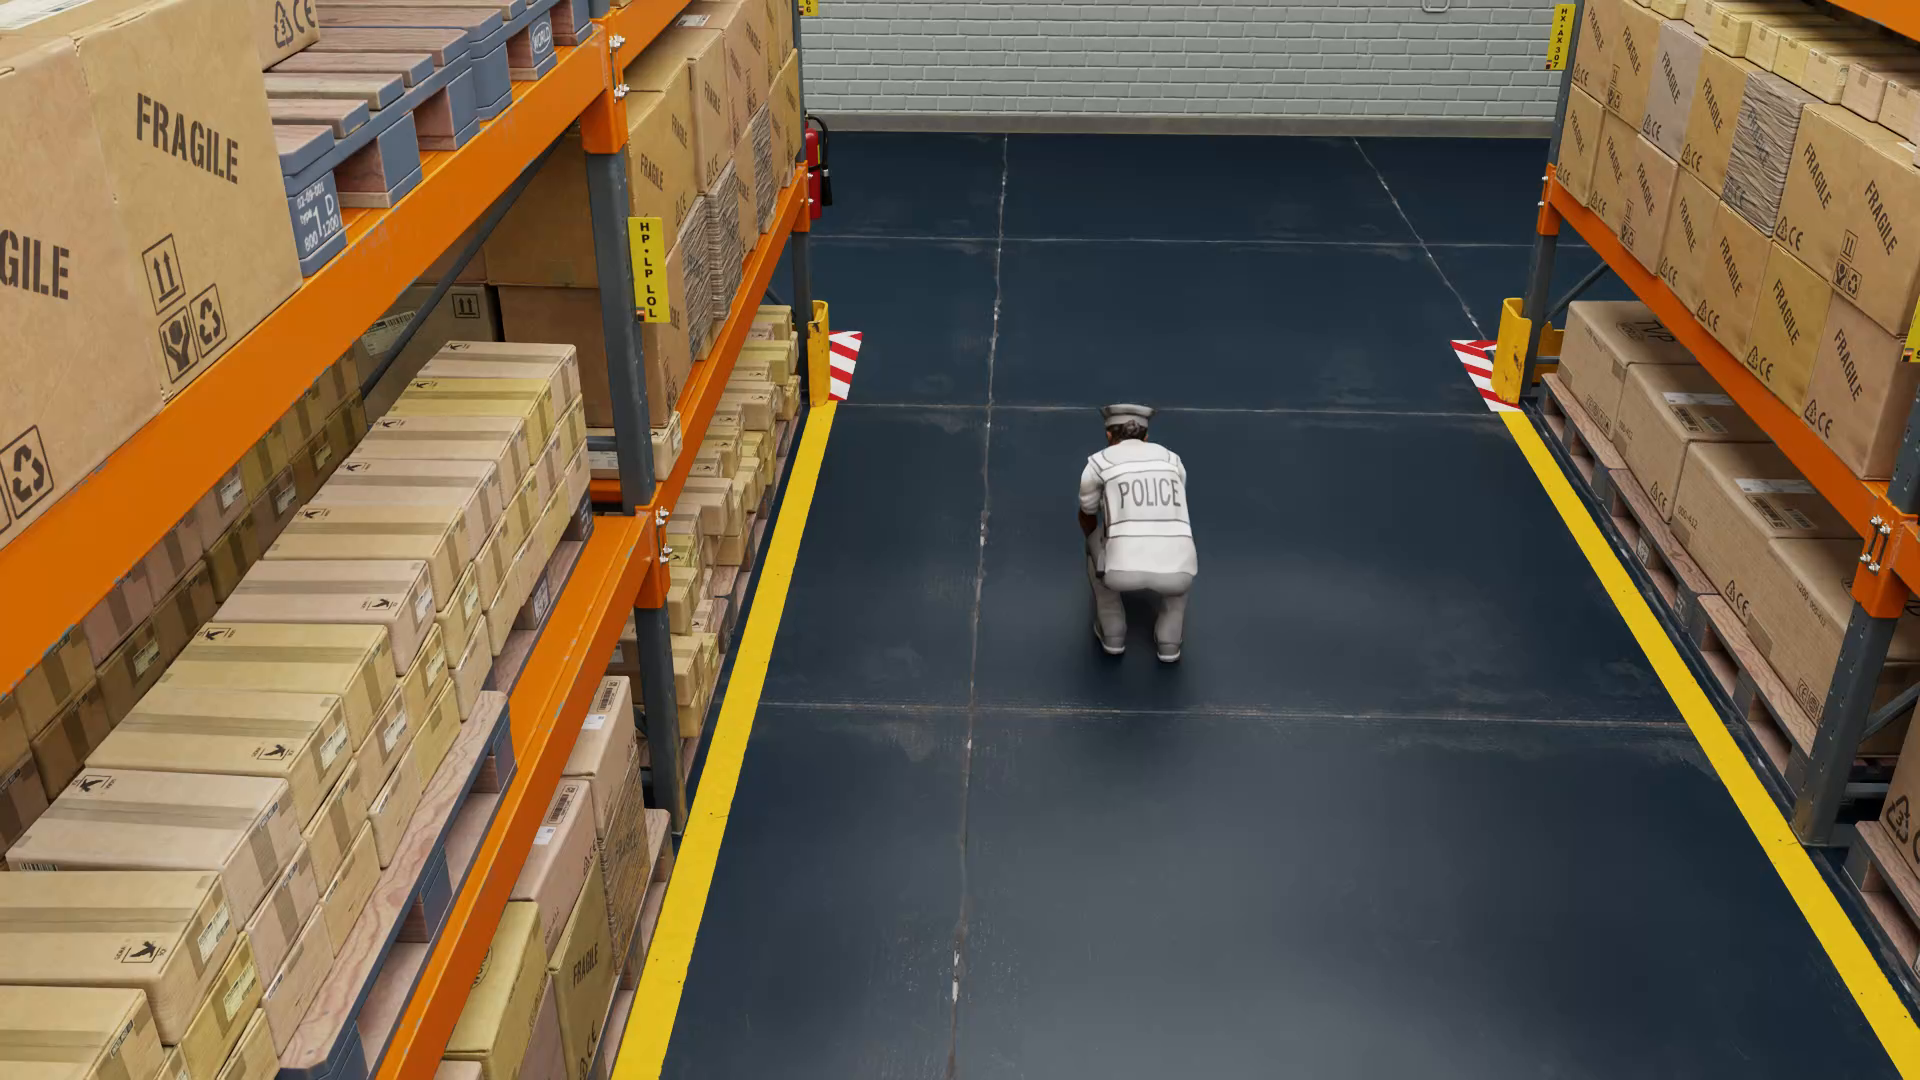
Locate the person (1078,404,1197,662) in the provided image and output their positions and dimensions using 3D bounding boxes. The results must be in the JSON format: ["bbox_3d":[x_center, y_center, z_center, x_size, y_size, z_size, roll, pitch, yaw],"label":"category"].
[{"bbox_3d":[0.737,-0.031,6.926,0.483,0.968,0.838,1,28,2],"label":"person"}]
